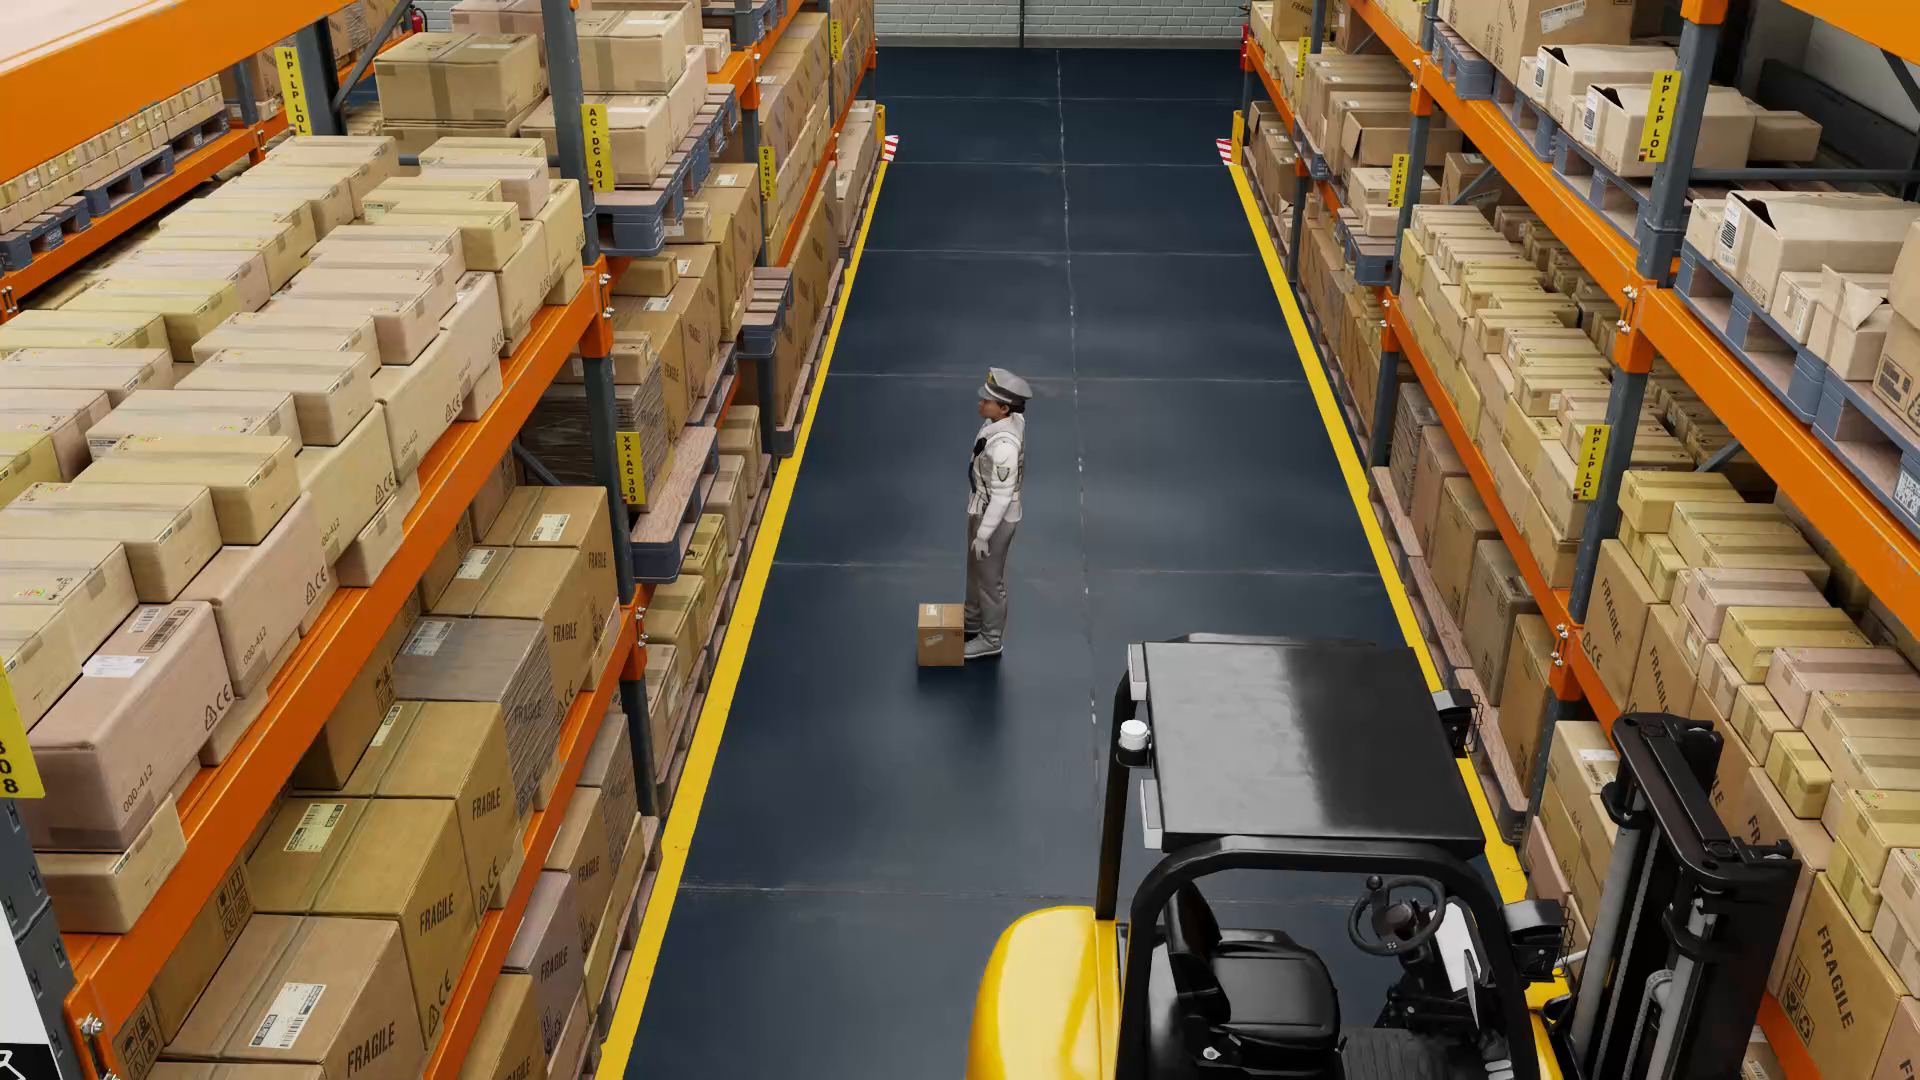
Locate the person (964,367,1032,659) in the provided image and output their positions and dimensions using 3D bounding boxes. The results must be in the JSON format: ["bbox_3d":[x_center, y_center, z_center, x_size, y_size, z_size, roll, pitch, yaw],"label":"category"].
[{"bbox_3d":[0.104,-0.133,8.816,0.529,1.694,0.587,1,28,2],"label":"person"}]
